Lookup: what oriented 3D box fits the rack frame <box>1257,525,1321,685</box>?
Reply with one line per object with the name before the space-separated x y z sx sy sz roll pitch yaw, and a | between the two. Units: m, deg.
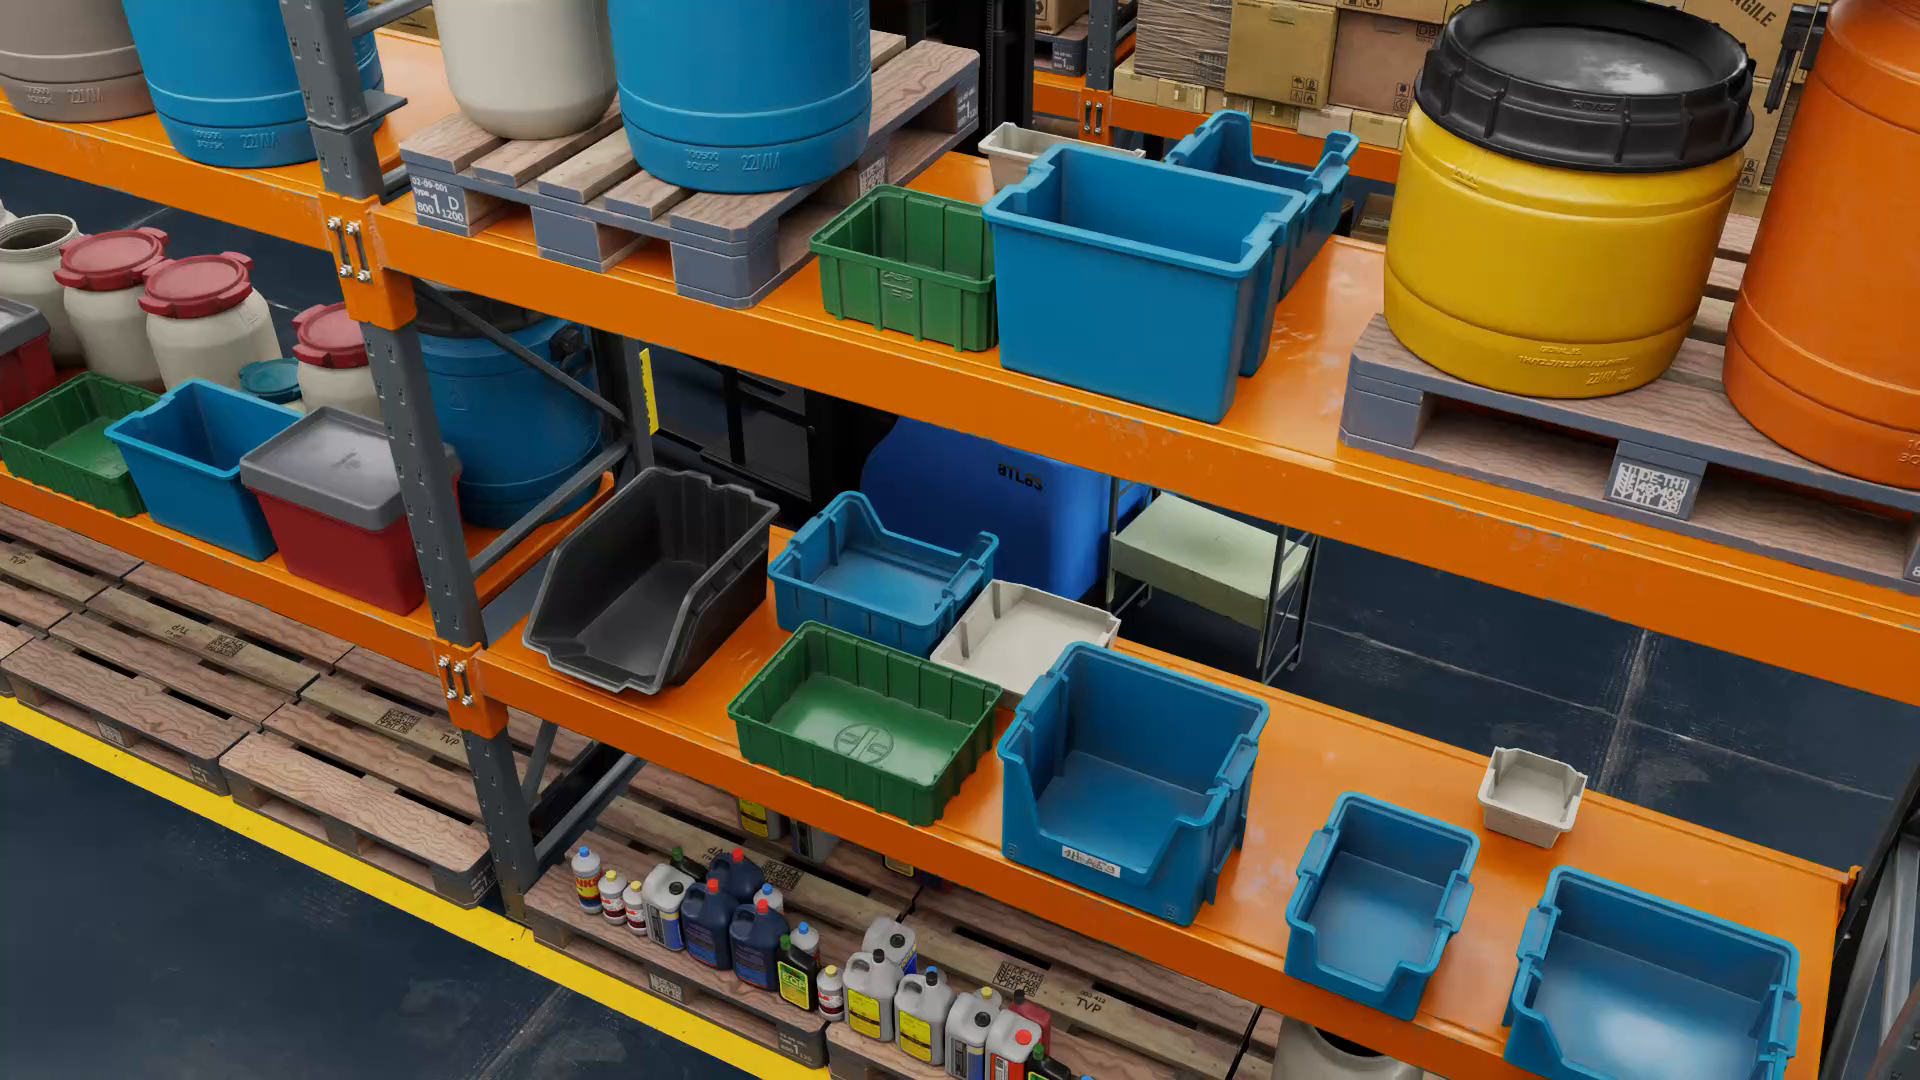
rack frame | 1.324 0.010 6.496 0.023 1.500 0.400 23 43 27

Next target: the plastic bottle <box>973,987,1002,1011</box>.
plastic bottle | 0.083 1.490 5.257 0.097 0.201 0.097 0 37 0

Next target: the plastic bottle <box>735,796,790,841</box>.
plastic bottle | -0.704 0.891 5.923 0.185 0.351 0.144 17 41 21

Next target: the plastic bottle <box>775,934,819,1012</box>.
plastic bottle | -0.522 1.384 5.329 0.133 0.283 0.061 19 41 23

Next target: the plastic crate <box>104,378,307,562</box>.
plastic crate | -2.465 -0.224 5.578 0.575 0.384 0.392 17 41 21

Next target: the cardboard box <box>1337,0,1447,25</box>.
cardboard box | 2.106 -2.768 7.759 0.500 0.500 0.500 17 41 21

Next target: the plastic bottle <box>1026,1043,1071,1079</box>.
plastic bottle | 0.265 1.630 5.005 0.133 0.283 0.061 18 41 23

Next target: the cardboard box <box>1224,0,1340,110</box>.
cardboard box | 1.734 -2.592 8.355 0.500 0.500 0.875 17 41 21

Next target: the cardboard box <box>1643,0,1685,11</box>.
cardboard box | 2.996 -2.491 7.395 0.500 0.500 0.500 17 41 21

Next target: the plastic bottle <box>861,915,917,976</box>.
plastic bottle | -0.226 1.350 5.380 0.135 0.276 0.152 17 41 21

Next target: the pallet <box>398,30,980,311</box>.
pallet | -0.657 -1.062 4.344 1.003 0.211 1.213 17 41 21

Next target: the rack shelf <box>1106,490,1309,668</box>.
rack shelf | 1.025 0.142 6.862 0.720 0.370 0.431 23 43 27

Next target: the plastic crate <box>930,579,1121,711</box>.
plastic crate | 0.216 0.329 5.053 0.437 0.136 0.530 17 41 21

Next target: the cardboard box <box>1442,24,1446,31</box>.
cardboard box | 2.649 -2.346 8.031 0.500 0.500 0.875 17 41 21

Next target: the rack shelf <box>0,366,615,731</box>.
rack shelf | -3.119 -0.361 6.339 4.000 0.370 1.077 17 41 21

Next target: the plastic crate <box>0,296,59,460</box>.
plastic crate | -3.600 -0.615 6.027 0.583 0.464 0.402 17 41 21

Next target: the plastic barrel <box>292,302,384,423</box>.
plastic barrel | -2.091 -0.529 5.854 0.433 0.535 0.433 0 37 0

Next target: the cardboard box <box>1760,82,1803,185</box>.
cardboard box | 4.011 -1.964 7.528 0.500 0.500 0.875 17 41 21

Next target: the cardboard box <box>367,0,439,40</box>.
cardboard box | -3.220 -3.386 11.140 0.875 0.875 1.225 16 40 19

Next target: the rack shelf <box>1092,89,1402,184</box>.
rack shelf | 2.711 -1.908 8.377 4.000 0.370 1.077 17 41 21

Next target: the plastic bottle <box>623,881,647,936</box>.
plastic bottle | -1.081 1.229 5.601 0.097 0.201 0.097 0 37 0

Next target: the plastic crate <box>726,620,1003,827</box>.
plastic crate | -0.267 0.522 4.756 0.662 0.188 0.450 17 41 21

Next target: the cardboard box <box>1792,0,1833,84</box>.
cardboard box | 3.885 -2.215 7.031 0.500 0.500 0.500 17 41 21

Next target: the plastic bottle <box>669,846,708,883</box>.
plastic bottle | -0.913 1.157 5.627 0.133 0.283 0.061 17 41 21

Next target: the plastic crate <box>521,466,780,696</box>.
plastic crate | -0.936 0.147 5.126 0.504 0.338 0.767 17 41 21

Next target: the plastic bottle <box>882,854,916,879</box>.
plastic bottle | -0.205 1.045 5.775 0.133 0.283 0.061 17 41 21

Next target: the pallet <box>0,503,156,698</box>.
pallet | -4.224 0.144 7.386 1.213 0.211 1.003 17 41 21

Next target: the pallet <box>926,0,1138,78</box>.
pallet | 0.323 -2.964 9.333 1.213 0.211 1.003 17 41 21

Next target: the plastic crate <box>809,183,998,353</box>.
plastic crate | -0.067 -0.617 3.776 0.450 0.188 0.336 17 41 21

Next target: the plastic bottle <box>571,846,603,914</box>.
plastic bottle | -1.261 1.144 5.654 0.097 0.271 0.097 0 37 0

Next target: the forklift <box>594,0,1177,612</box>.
forklift | -0.513 -1.388 7.154 3.031 2.935 1.130 23 43 27

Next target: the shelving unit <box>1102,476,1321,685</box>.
shelving unit | 1.025 -0.118 6.665 0.755 1.500 0.431 23 43 27

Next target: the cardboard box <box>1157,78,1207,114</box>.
cardboard box | 1.204 -2.352 8.576 0.250 0.149 0.380 17 41 21

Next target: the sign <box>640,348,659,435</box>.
sign | -1.080 -0.494 5.690 0.005 0.325 0.100 17 41 21

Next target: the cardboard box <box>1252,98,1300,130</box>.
cardboard box | 1.665 -2.233 8.419 0.250 0.149 0.380 17 41 21

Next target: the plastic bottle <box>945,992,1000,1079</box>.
plastic bottle | 0.042 1.532 5.140 0.135 0.276 0.152 16 40 20

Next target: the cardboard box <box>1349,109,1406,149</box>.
cardboard box | 2.109 -2.095 8.236 0.250 0.149 0.380 17 41 21

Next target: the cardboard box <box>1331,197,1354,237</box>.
cardboard box | 1.784 -1.634 9.142 0.500 0.500 0.500 -30 47 -34

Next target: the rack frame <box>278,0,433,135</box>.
rack frame | -1.343 -2.481 3.575 0.127 3.000 1.000 17 41 21

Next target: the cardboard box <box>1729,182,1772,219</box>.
cardboard box | 3.672 -1.618 7.609 0.250 0.149 0.380 17 41 21

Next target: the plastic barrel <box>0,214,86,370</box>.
plastic barrel | -3.509 -0.959 6.440 0.421 0.512 0.421 0 37 0

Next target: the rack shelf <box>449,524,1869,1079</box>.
rack shelf | 0.433 0.752 4.874 4.000 0.370 1.077 17 41 21

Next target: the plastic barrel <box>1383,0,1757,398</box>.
plastic barrel | 1.139 -0.665 3.161 0.600 0.588 0.600 0 37 0

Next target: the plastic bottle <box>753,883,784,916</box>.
plastic bottle | -0.632 1.243 5.524 0.097 0.271 0.097 0 37 0

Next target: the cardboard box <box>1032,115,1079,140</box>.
cardboard box | 0.400 -2.112 9.755 0.500 0.500 0.700 14 39 18

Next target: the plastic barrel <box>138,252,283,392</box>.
plastic barrel | -2.743 -0.733 6.122 0.433 0.535 0.433 0 37 0

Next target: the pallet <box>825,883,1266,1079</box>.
pallet | 0.322 1.567 5.511 1.213 0.211 1.003 17 41 21

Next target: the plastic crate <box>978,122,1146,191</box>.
plastic crate | 0.269 -0.952 4.260 0.396 0.136 0.243 17 41 21

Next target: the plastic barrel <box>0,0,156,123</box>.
plastic barrel | -2.475 -1.692 4.603 0.600 0.901 0.600 0 37 0

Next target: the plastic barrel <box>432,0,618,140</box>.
plastic barrel | -1.051 -1.272 4.025 0.421 0.512 0.421 0 37 0

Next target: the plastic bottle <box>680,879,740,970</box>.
plastic bottle | -0.817 1.236 5.468 0.185 0.351 0.144 18 41 23

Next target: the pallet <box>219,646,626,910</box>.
pallet | -2.058 0.822 6.492 1.213 0.211 1.003 17 41 21

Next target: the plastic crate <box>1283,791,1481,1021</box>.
plastic crate | 1.053 0.918 4.182 0.408 0.251 0.499 17 41 21

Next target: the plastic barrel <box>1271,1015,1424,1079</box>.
plastic barrel | 1.145 1.563 4.920 0.421 0.512 0.421 0 37 0

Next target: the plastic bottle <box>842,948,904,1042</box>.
plastic bottle | -0.272 1.407 5.243 0.185 0.351 0.144 17 40 21
